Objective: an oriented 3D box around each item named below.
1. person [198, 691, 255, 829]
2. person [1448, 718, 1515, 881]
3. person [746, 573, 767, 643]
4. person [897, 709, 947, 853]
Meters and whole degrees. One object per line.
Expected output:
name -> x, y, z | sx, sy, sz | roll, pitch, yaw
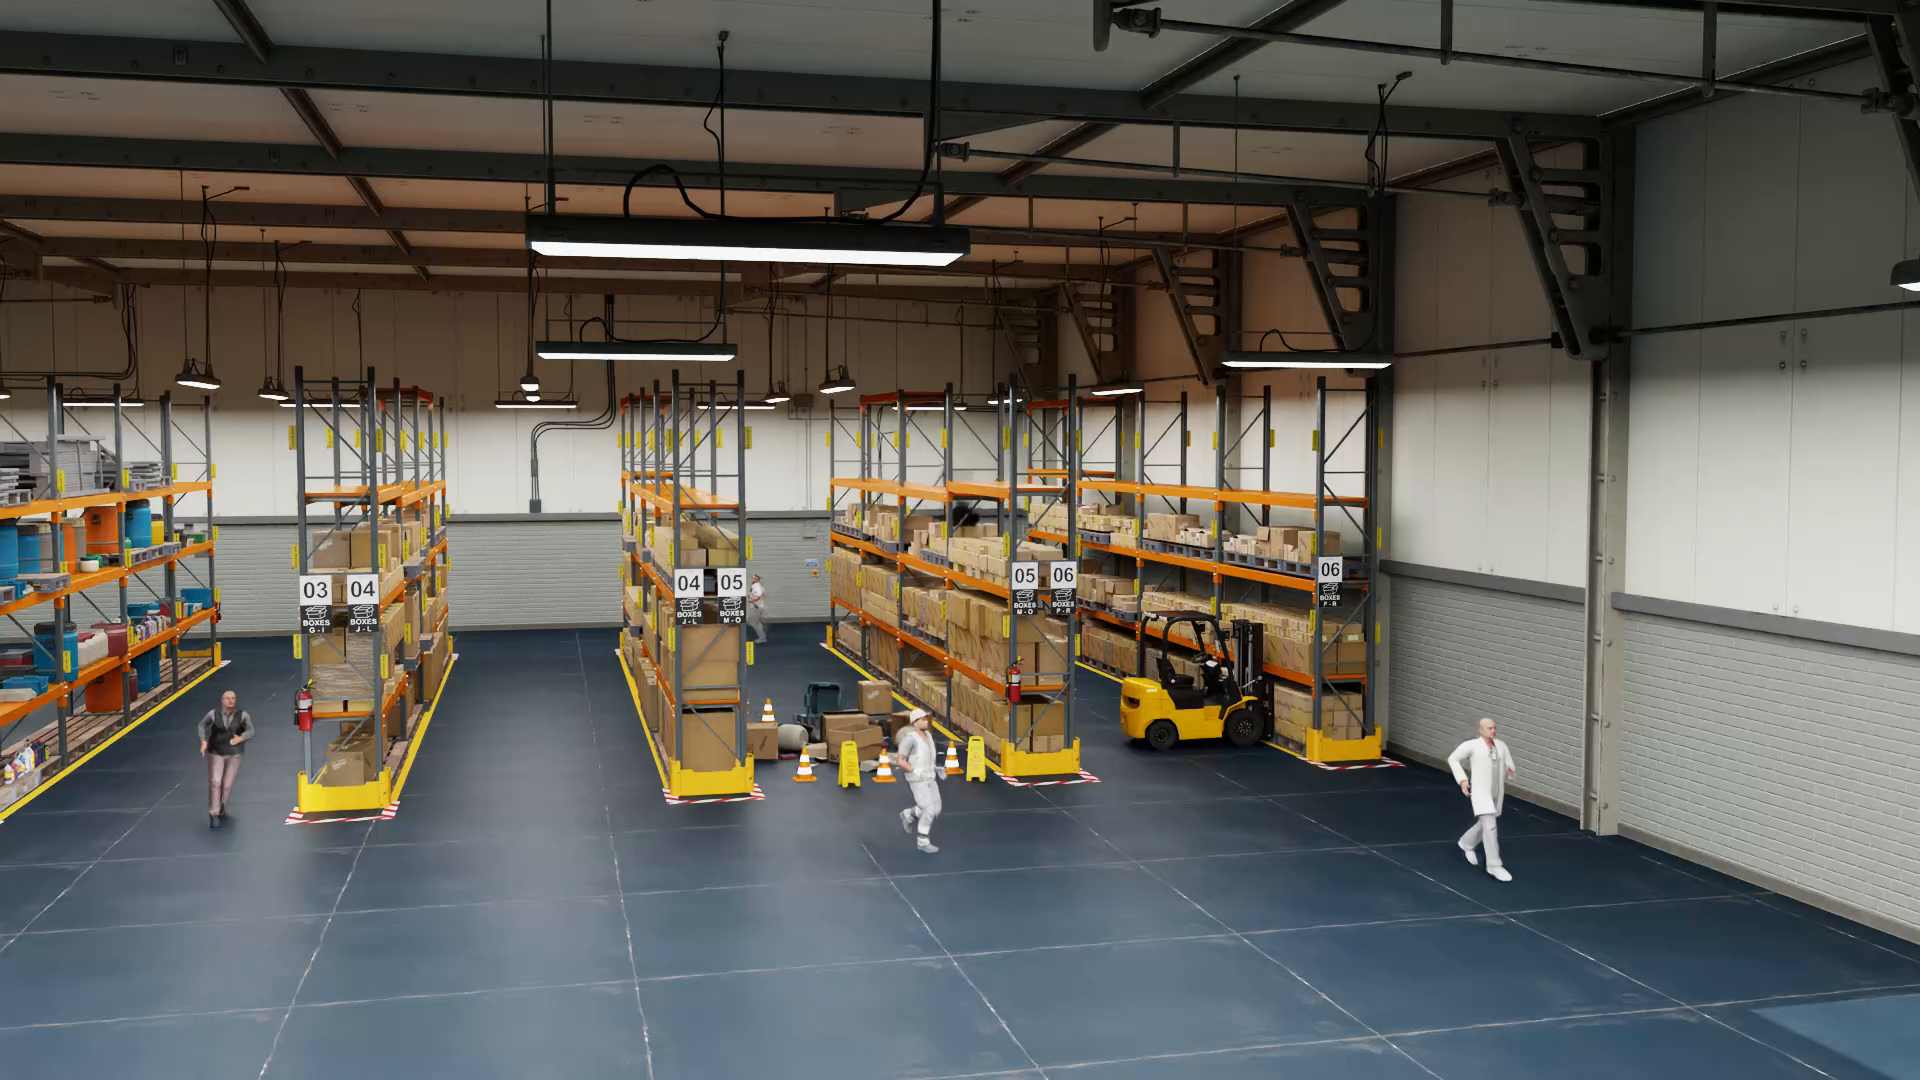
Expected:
person -> -9.643, 2.845, 21.893 | 0.683, 1.711, 0.886 | -2, 4, -27
person -> 6.065, 2.936, 19.175 | 0.708, 1.776, 1.033 | -1, 4, -22
person -> -5.105, 1.668, 41.211 | 0.603, 1.742, 0.649 | -1, 3, -12
person -> -0.528, 2.925, 20.325 | 0.615, 1.745, 0.656 | 2, 4, 33
